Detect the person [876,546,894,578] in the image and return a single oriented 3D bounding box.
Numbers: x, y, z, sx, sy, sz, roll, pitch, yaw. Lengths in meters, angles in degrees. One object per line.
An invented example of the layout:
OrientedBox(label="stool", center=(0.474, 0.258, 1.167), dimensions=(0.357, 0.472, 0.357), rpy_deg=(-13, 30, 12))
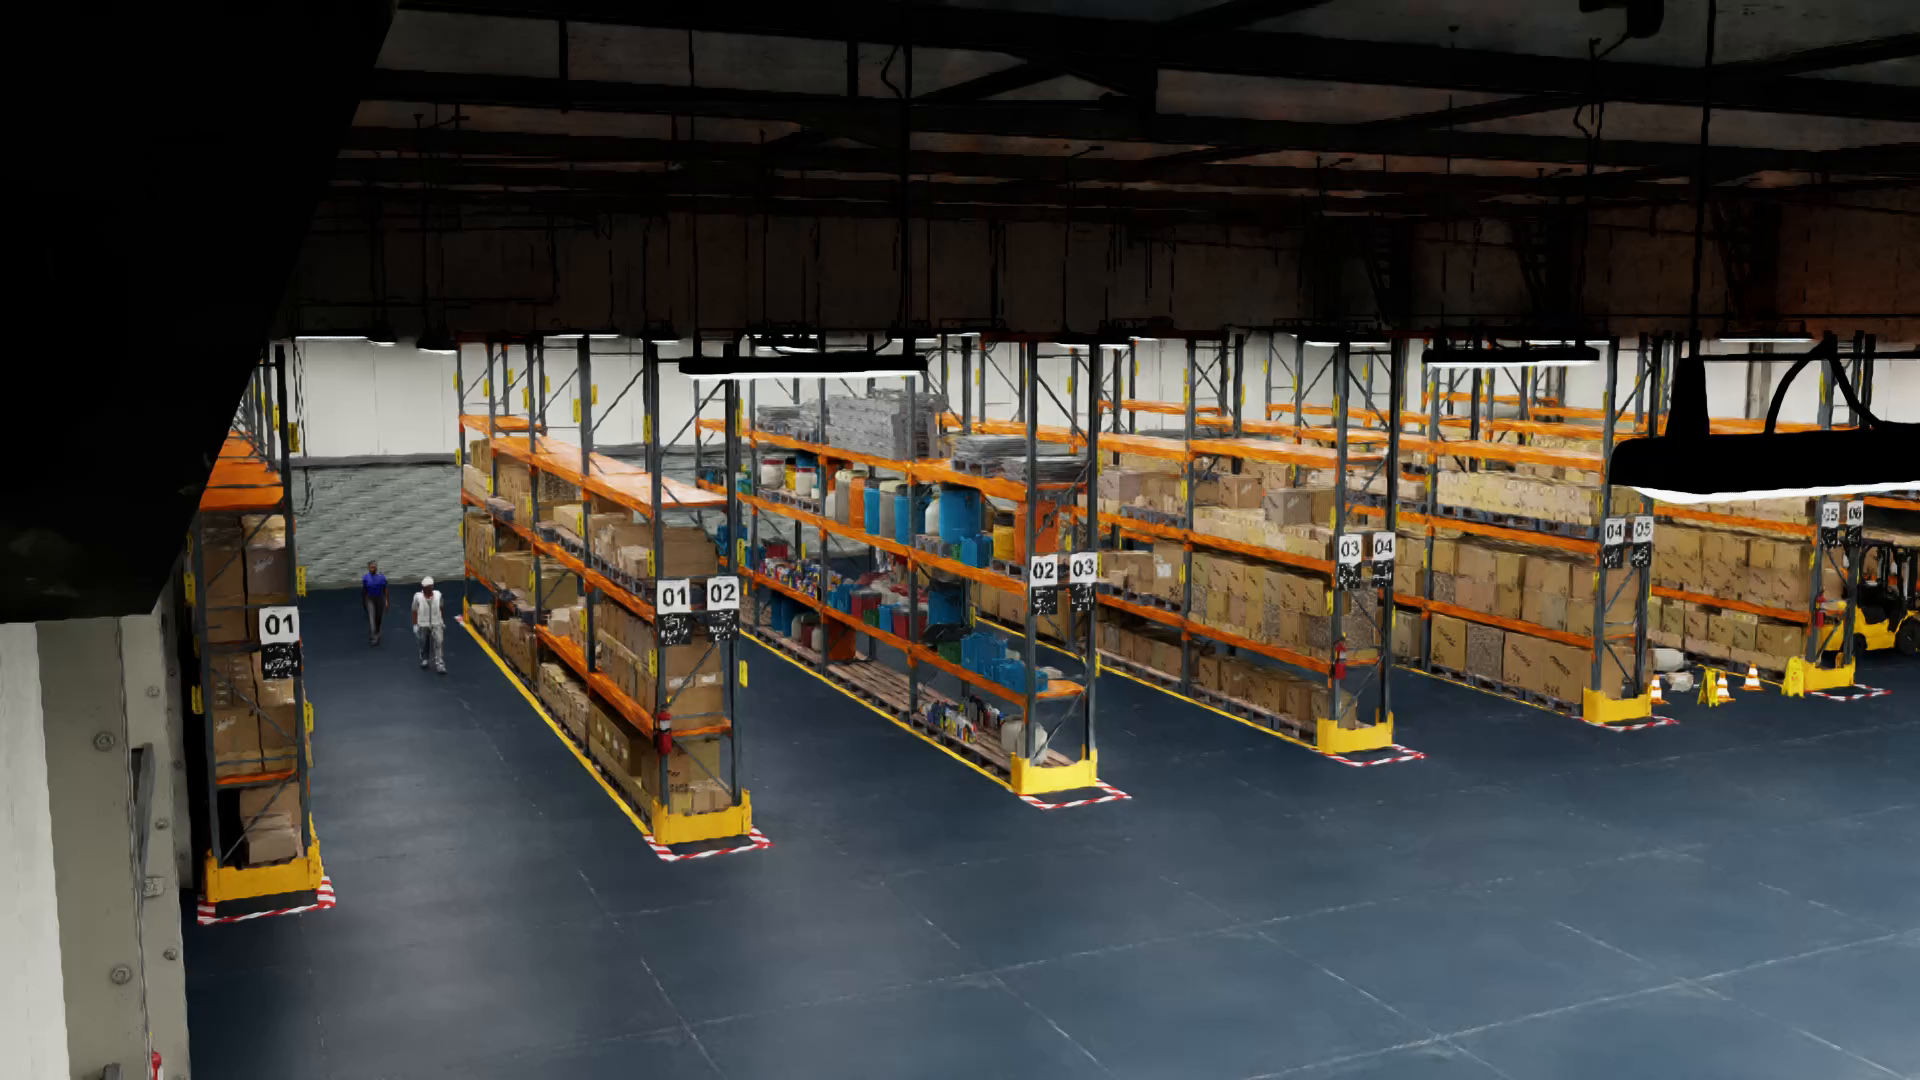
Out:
OrientedBox(label="person", center=(-1.796, 0.103, 39.745), dimensions=(0.584, 1.773, 0.576), rpy_deg=(1, 8, 11))

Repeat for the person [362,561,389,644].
OrientedBox(label="person", center=(-11.357, 1.187, 32.326), dimensions=(0.461, 1.588, 0.999), rpy_deg=(-4, 9, -25))

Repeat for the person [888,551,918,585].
OrientedBox(label="person", center=(-1.245, 0.608, 36.380), dimensions=(0.682, 1.676, 0.535), rpy_deg=(-4, 9, -26))

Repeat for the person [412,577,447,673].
OrientedBox(label="person", center=(-9.457, 1.487, 29.620), dimensions=(0.566, 1.706, 1.122), rpy_deg=(-3, 8, -22))

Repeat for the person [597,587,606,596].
OrientedBox(label="person", center=(-7.812, 0.590, 36.296), dimensions=(0.729, 1.733, 0.546), rpy_deg=(-4, 9, -26))
